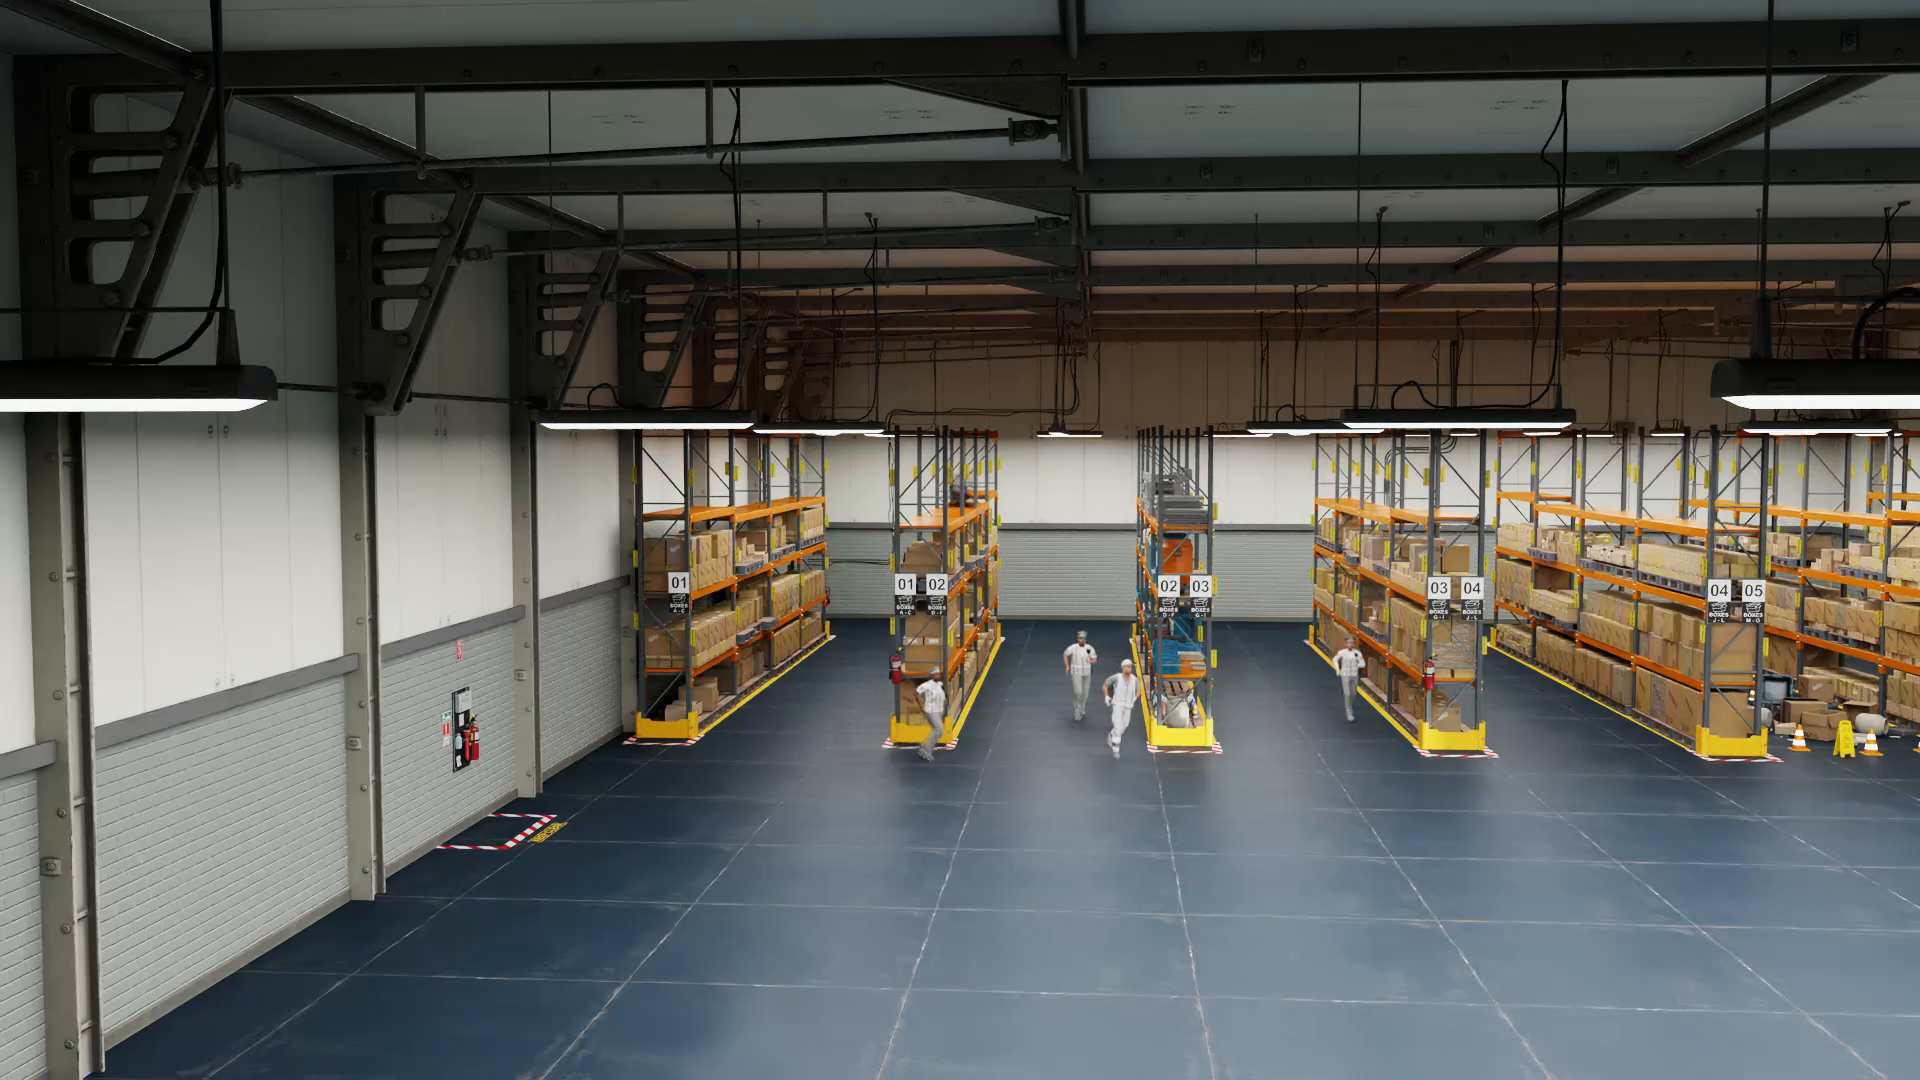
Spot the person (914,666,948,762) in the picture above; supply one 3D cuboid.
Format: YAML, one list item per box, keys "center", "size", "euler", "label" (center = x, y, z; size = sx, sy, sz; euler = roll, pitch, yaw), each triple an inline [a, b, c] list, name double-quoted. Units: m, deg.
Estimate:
- center: [-0.470, 3.093, 29.769]
  size: [0.632, 1.692, 0.559]
  euler: [3, 4, 36]
  label: "person"

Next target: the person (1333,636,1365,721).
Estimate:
- center: [8.000, 2.803, 34.124]
  size: [0.611, 1.682, 0.914]
  euler: [0, 3, 0]
  label: "person"

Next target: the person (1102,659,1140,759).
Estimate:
- center: [2.951, 3.040, 30.247]
  size: [0.701, 1.749, 0.885]
  euler: [-1, 4, -14]
  label: "person"

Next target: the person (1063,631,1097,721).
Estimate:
- center: [2.496, 2.790, 34.206]
  size: [0.634, 1.854, 0.773]
  euler: [-1, 3, -11]
  label: "person"
